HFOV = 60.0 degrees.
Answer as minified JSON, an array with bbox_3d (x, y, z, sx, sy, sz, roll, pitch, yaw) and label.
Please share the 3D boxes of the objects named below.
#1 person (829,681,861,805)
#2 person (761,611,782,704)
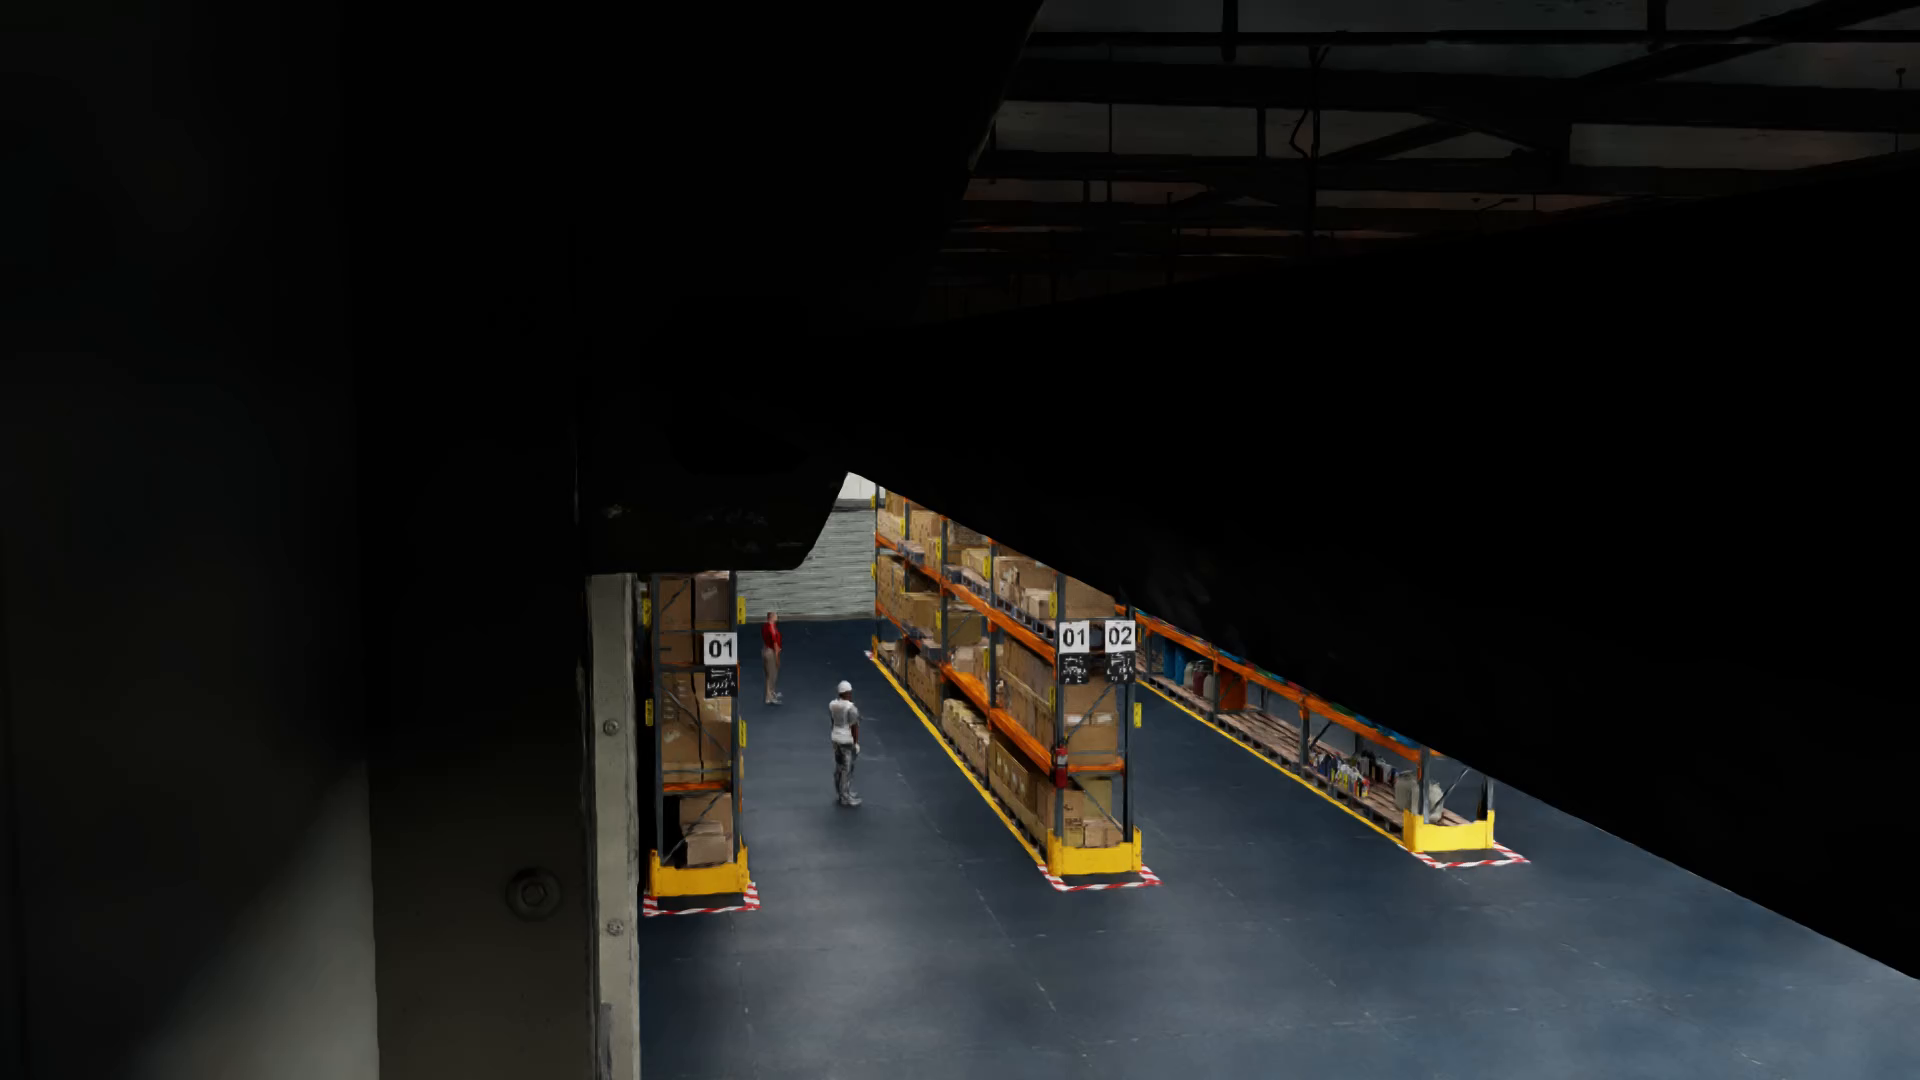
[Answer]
[{"bbox_3d":[-1.639,2.935,24.296,0.461,1.783,0.615,-5,7,-38],"label":"person"},{"bbox_3d":[-3.541,2.209,31.652,0.476,1.738,0.623,-3,7,-29],"label":"person"}]
